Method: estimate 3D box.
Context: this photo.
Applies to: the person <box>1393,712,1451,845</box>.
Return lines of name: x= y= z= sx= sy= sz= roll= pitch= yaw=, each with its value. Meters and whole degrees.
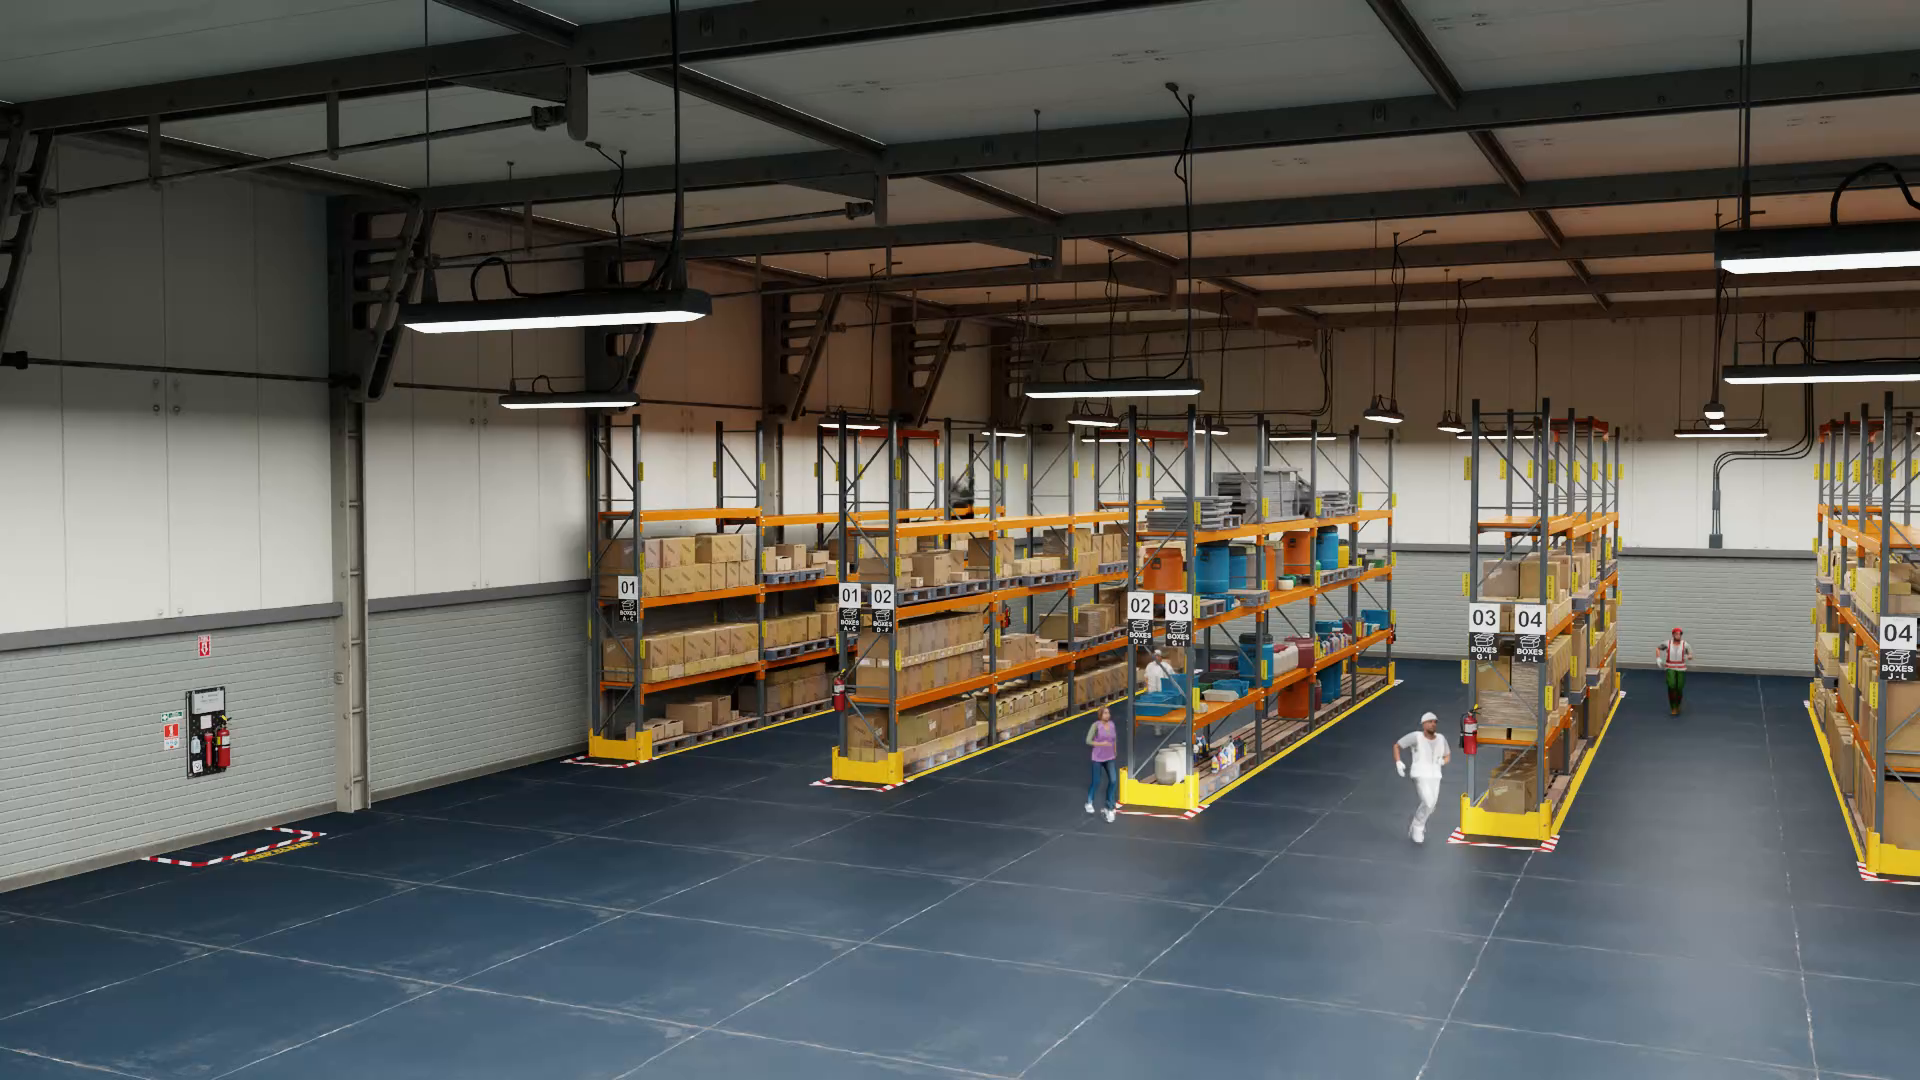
person: x=6.276 y=3.207 z=22.398 sx=0.705 sy=1.758 sz=0.644 roll=-1 pitch=3 yaw=-21

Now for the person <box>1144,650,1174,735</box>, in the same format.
person: x=3.754 y=2.892 z=31.488 sx=0.581 sy=1.622 sz=0.536 roll=1 pitch=2 yaw=17

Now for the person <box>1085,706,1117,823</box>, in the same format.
person: x=2.056 y=3.206 z=24.009 sx=0.550 sy=1.635 sz=0.672 roll=-1 pitch=2 yaw=-19

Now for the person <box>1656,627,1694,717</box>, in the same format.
person: x=14.719 y=2.699 z=34.221 sx=0.688 sy=1.816 sz=0.867 roll=1 pitch=2 yaw=16
